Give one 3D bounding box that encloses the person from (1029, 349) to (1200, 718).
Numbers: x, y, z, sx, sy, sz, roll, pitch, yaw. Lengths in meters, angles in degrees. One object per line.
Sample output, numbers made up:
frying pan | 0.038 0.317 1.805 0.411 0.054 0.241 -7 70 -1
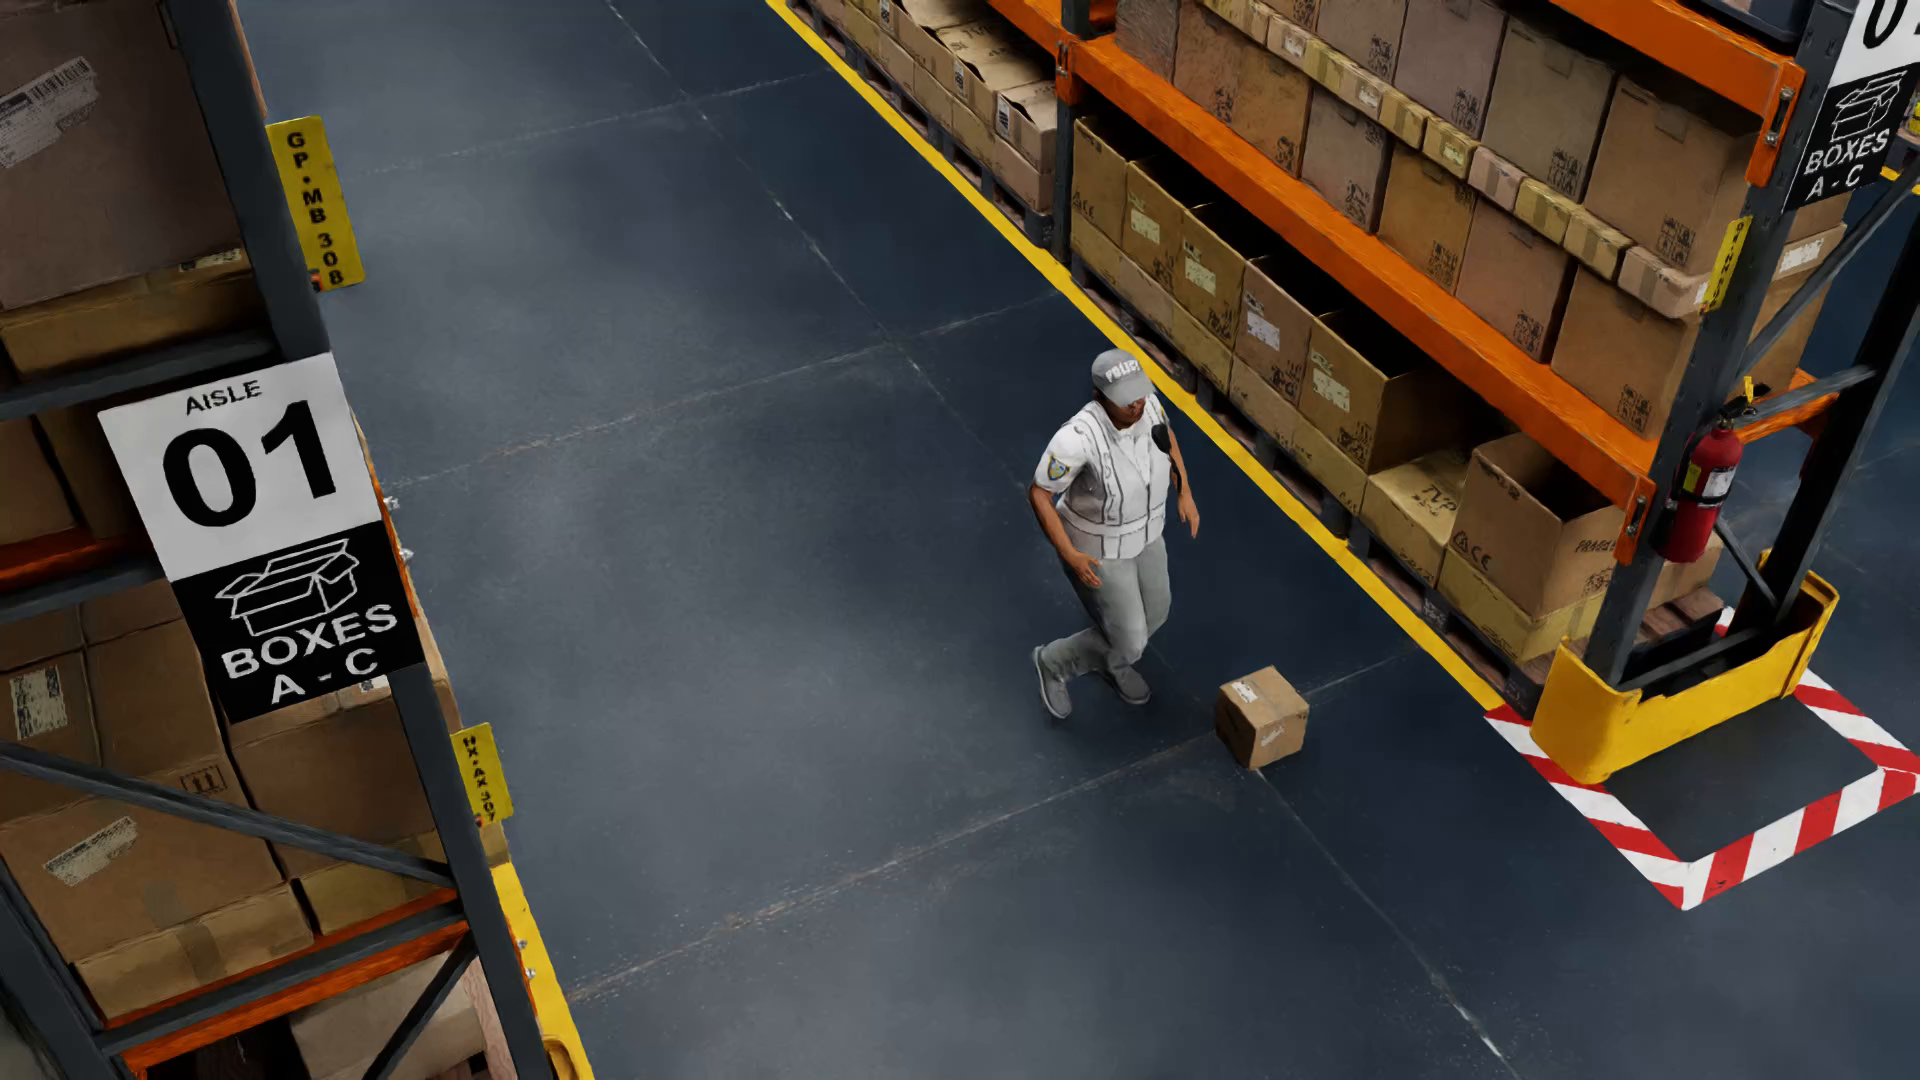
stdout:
person | 0.612 -0.009 6.195 0.493 1.639 0.652 31 50 30
